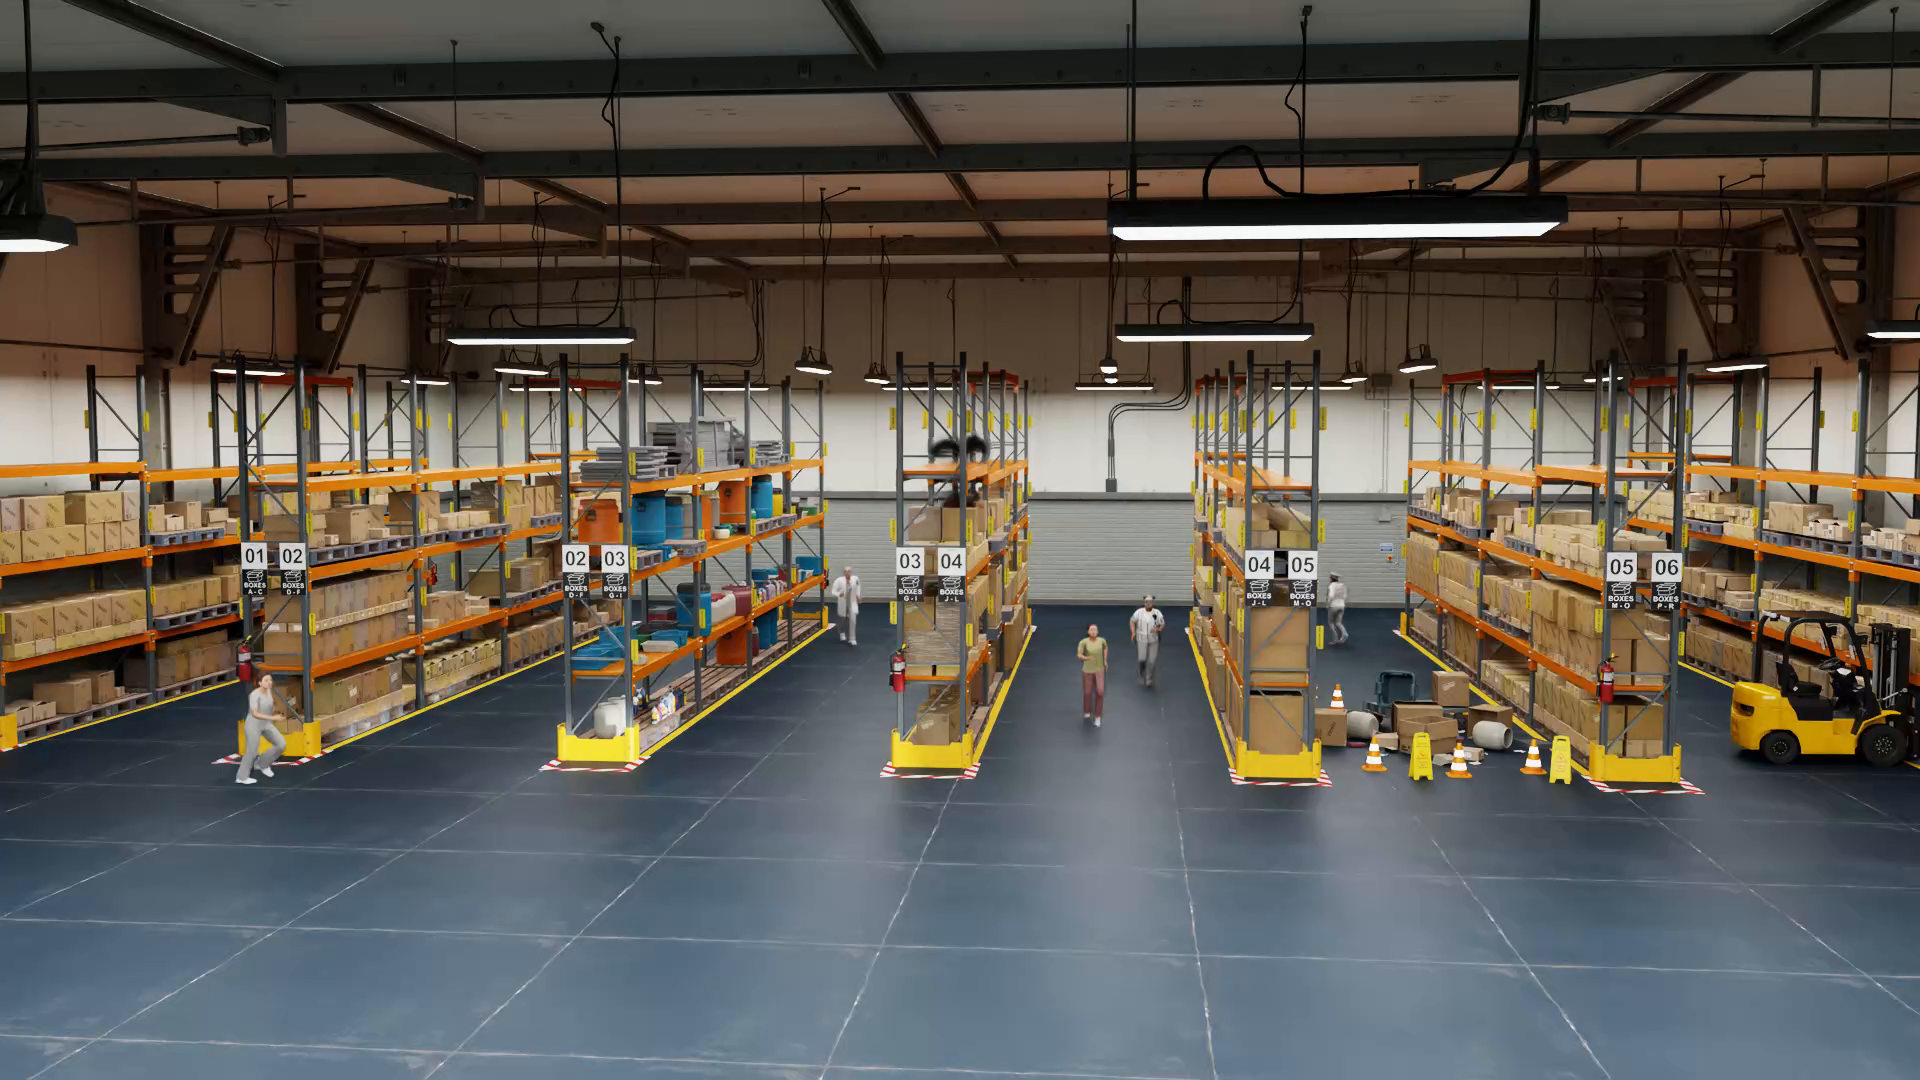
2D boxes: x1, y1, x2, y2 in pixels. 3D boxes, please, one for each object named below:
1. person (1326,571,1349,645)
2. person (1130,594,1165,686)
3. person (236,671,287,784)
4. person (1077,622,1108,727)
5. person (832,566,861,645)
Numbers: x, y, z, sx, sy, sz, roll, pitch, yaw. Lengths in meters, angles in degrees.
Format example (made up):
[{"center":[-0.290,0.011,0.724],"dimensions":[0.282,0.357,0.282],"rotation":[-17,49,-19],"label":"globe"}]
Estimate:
[{"center":[8.483,1.553,37.161],"dimensions":[0.601,1.654,0.725],"rotation":[-2,4,-21],"label":"person"},{"center":[3.537,1.894,31.328],"dimensions":[0.645,1.754,0.655],"rotation":[0,4,2],"label":"person"},{"center":[-9.608,2.583,22.886],"dimensions":[0.874,1.586,0.578],"rotation":[1,4,19],"label":"person"},{"center":[2.197,2.213,27.542],"dimensions":[0.550,1.714,0.801],"rotation":[0,4,-5],"label":"person"},{"center":[-2.545,1.445,37.293],"dimensions":[0.690,1.741,1.131],"rotation":[-1,4,-12],"label":"person"}]
